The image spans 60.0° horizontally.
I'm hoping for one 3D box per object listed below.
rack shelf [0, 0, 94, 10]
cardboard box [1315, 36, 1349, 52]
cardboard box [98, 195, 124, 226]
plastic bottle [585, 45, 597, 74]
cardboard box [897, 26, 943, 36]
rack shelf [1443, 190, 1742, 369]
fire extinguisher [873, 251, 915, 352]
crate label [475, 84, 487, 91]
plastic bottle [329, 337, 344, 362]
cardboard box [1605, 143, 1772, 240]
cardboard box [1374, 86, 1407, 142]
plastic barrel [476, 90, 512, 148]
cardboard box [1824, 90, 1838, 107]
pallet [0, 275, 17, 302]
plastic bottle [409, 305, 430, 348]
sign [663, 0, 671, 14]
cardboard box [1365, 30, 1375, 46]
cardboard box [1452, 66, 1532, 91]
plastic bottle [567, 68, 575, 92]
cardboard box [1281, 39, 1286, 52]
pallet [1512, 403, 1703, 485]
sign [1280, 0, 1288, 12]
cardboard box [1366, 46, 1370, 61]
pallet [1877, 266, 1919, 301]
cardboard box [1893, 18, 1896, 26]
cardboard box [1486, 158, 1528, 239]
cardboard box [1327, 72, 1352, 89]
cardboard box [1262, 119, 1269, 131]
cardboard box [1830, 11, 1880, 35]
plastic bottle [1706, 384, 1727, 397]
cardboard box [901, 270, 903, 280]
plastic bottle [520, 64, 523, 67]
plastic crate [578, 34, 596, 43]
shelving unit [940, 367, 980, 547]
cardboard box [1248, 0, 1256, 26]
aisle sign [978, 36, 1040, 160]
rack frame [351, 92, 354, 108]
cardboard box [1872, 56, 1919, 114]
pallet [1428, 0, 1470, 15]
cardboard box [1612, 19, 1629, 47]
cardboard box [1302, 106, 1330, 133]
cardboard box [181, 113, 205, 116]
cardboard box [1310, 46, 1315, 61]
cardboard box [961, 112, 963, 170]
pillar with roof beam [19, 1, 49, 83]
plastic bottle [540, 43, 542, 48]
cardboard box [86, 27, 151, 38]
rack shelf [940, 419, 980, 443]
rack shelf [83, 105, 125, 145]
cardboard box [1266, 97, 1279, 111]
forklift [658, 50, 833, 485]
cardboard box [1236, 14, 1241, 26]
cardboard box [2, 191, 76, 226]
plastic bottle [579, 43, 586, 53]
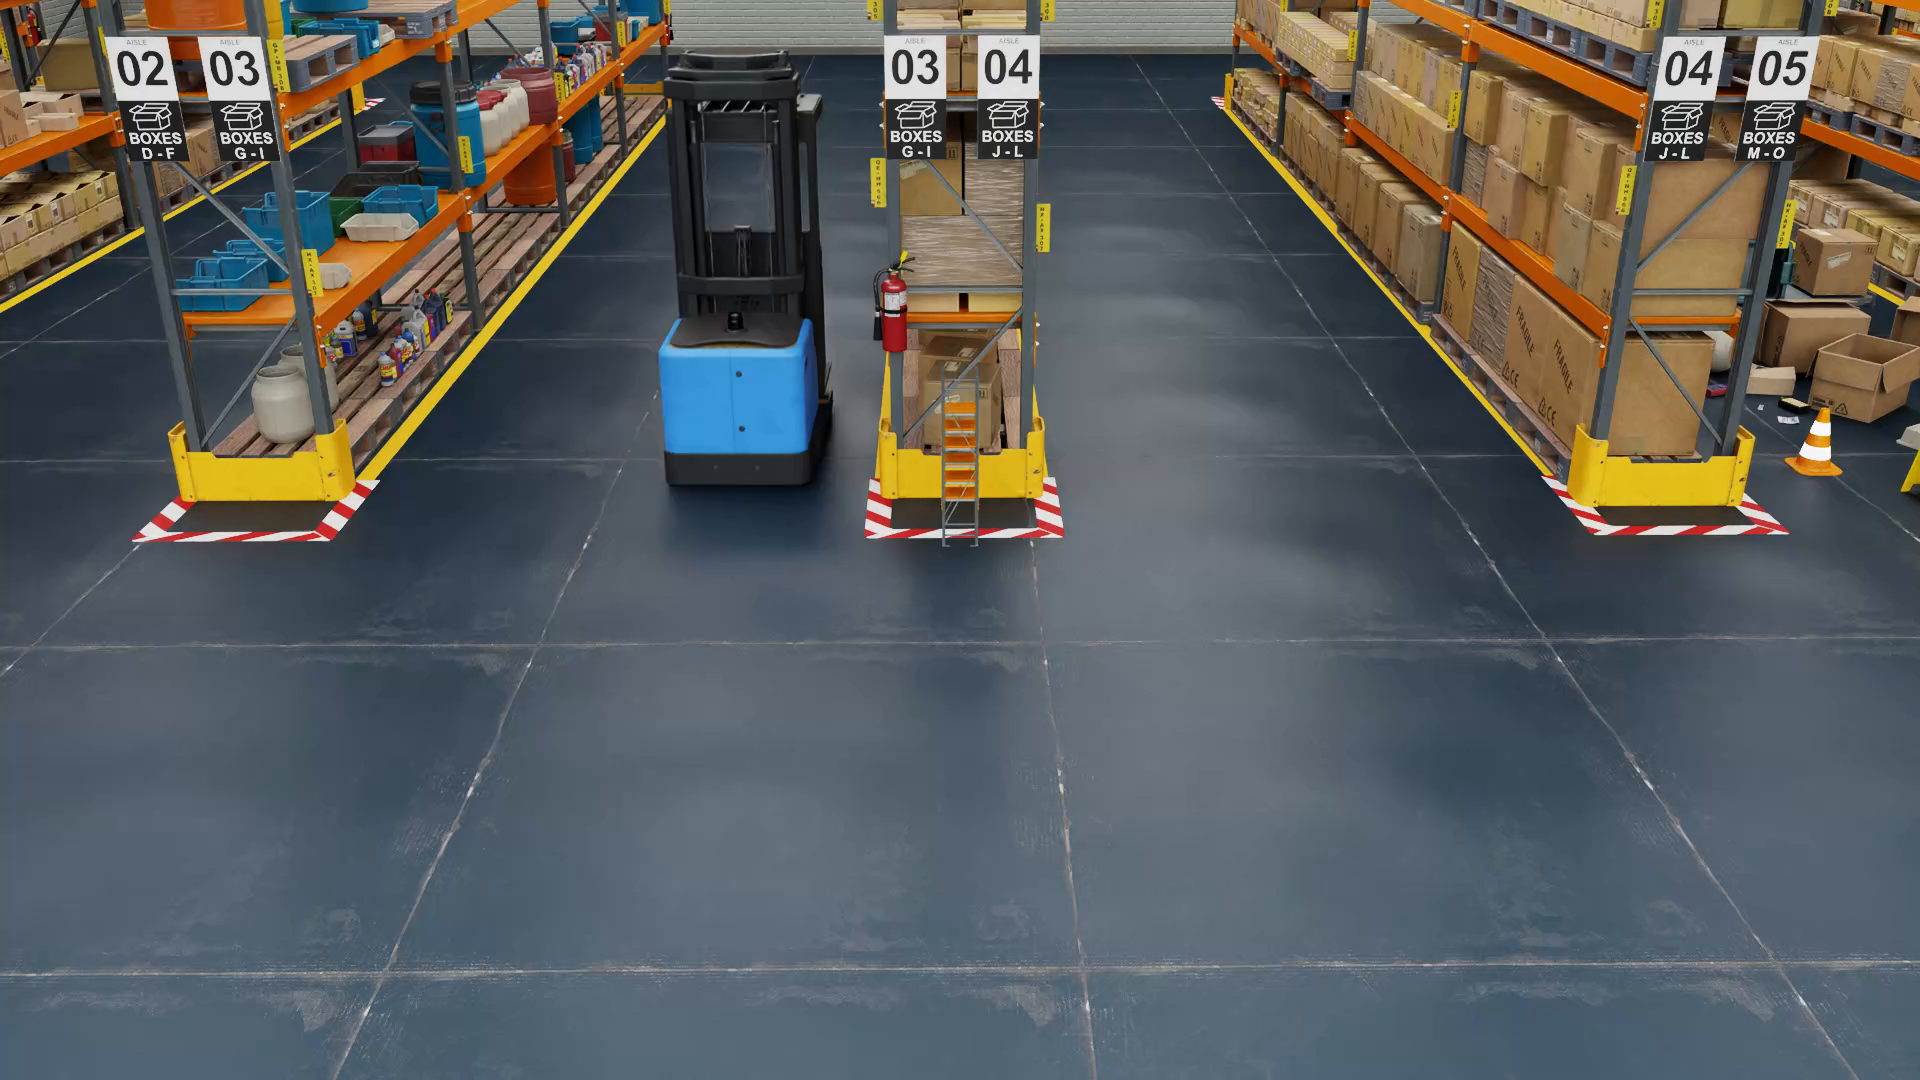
[{"bbox_3d":[-9.959,-5.173,16.281,1.077,0.370,4.000,0,24,-1],"label":"rack shelf"},{"bbox_3d":[4.412,-5.851,19.620,0.380,0.149,0.250,0,24,1],"label":"cardboard box"},{"bbox_3d":[-9.731,-3.681,18.576,0.500,0.250,0.500,0,24,1],"label":"cardboard box"},{"bbox_3d":[-4.732,-6.151,21.271,0.144,0.351,0.185,0,24,-1],"label":"plastic bottle"},{"bbox_3d":[-0.303,-3.298,10.960,0.380,0.149,0.250,0,24,-1],"label":"cardboard box"},{"bbox_3d":[4.951,-2.182,13.307,1.077,0.370,4.000,0,24,-1],"label":"rack shelf"},{"bbox_3d":[-0.448,-1.620,11.286,0.296,0.674,0.183,0,24,-1],"label":"fire extinguisher"},{"bbox_3d":[-5.288,-4.584,17.703,0.502,0.435,0.616,0,24,-1],"label":"crate label"},{"bbox_3d":[-5.261,-1.611,14.033,0.097,0.201,0.097,0,24,0],"label":"plastic bottle"},{"bbox_3d":[5.008,-2.399,11.421,0.875,0.550,0.550,0,24,-1],"label":"cardboard box"},{"bbox_3d":[4.634,-4.424,17.270,0.500,0.500,0.500,0,24,-1],"label":"cardboard box"},{"bbox_3d":[-4.788,-4.268,16.883,0.433,0.535,0.433,0,24,0],"label":"plastic barrel"},{"bbox_3d":[9.578,-4.758,17.926,0.380,0.149,0.250,-2,24,-4],"label":"cardboard box"},{"bbox_3d":[-9.984,-2.343,16.174,1.003,0.211,1.213,0,24,-1],"label":"pallet"},{"bbox_3d":[-4.683,-1.848,14.377,0.144,0.351,0.185,0,24,-1],"label":"plastic bottle"},{"bbox_3d":[-4.565,-8.359,25.894,0.100,0.325,0.005,0,24,-1],"label":"sign"},{"bbox_3d":[5.058,-6.063,20.088,0.380,0.149,0.250,0,24,1],"label":"cardboard box"},{"bbox_3d":[4.918,-4.039,15.206,0.700,0.500,0.500,-1,24,-1],"label":"cardboard box"},{"bbox_3d":[-4.693,-5.529,19.991,0.097,0.271,0.097,0,24,0],"label":"plastic bottle"},{"bbox_3d":[4.395,-6.428,21.619,0.380,0.149,0.250,0,24,0],"label":"cardboard box"},{"bbox_3d":[4.886,-0.744,12.639,1.003,0.211,1.213,0,24,-1],"label":"pallet"},{"bbox_3d":[4.299,-7.019,22.079,0.100,0.325,0.005,0,24,-1],"label":"sign"},{"bbox_3d":[5.065,-5.823,19.918,0.380,0.149,0.250,0,24,0],"label":"cardboard box"},{"bbox_3d":[9.868,-2.448,16.406,1.003,0.211,1.213,0,24,-1],"label":"pallet"},{"bbox_3d":[14.489,-8.010,25.626,0.380,0.149,0.250,0,24,1],"label":"cardboard box"},{"bbox_3d":[4.862,-2.800,13.620,0.875,0.550,0.550,0,24,-1],"label":"cardboard box"},{"bbox_3d":[4.421,-5.260,19.035,0.380,0.149,0.250,0,24,0],"label":"cardboard box"},{"bbox_3d":[4.510,-5.899,23.602,0.380,0.149,0.250,-1,24,-2],"label":"cardboard box"},{"bbox_3d":[10.073,-5.751,18.992,0.500,0.500,0.500,-1,24,-2],"label":"cardboard box"},{"bbox_3d":[6.372,-1.259,13.960,0.283,0.061,0.133,-9,26,-19],"label":"plastic bottle"},{"bbox_3d":[-0.254,-1.913,12.144,0.380,0.149,0.250,0,24,-1],"label":"cardboard box"},{"bbox_3d":[-5.329,-5.638,20.218,0.061,0.283,0.133,0,24,-1],"label":"plastic bottle"},{"bbox_3d":[-5.352,-6.989,23.324,0.437,0.125,0.590,0,24,-1],"label":"plastic crate"},{"bbox_3d":[0.000,-0.541,10.989,0.258,1.200,0.189,0,24,-1],"label":"shelving unit"},{"bbox_3d":[4.551,-7.851,24.486,0.500,0.500,0.500,0,24,0],"label":"cardboard box"},{"bbox_3d":[0.313,-2.865,10.790,0.394,0.787,0.004,0,24,-1],"label":"aisle sign"},{"bbox_3d":[-10.068,-8.255,25.862,1.000,3.000,0.127,0,24,-1],"label":"rack frame"},{"bbox_3d":[9.631,-4.592,16.771,0.500,0.500,0.500,-1,24,-3],"label":"cardboard box"},{"bbox_3d":[4.870,-4.991,15.237,0.805,0.209,1.217,-1,24,-3],"label":"pallet"},{"bbox_3d":[4.628,-3.414,11.192,0.380,0.149,0.250,0,24,0],"label":"cardboard box"},{"bbox_3d":[4.595,-5.289,20.918,0.500,0.250,0.500,1,24,1],"label":"cardboard box"},{"bbox_3d":[-10.263,-5.468,22.199,0.500,0.500,0.500,-1,24,-3],"label":"cardboard box"},{"bbox_3d":[4.412,-5.820,19.912,0.380,0.149,0.250,0,24,-1],"label":"cardboard box"},{"bbox_3d":[0.262,-3.187,12.962,0.500,0.500,0.500,0,24,-1],"label":"cardboard box"},{"bbox_3d":[-11.611,-12.092,27.067,9.100,9.000,0.400,0,24,-1],"label":"pillar with roof beam"},{"bbox_3d":[-5.493,-6.366,21.827,0.061,0.283,0.133,0,24,-1],"label":"plastic bottle"},{"bbox_3d":[-9.920,-5.832,19.874,0.700,0.500,0.500,4,25,9],"label":"cardboard box"},{"bbox_3d":[0.000,-0.719,10.909,0.258,0.103,0.180,0,24,-1],"label":"rack shelf"},{"bbox_3d":[-10.003,-5.455,20.543,1.077,0.370,4.000,0,24,-1],"label":"rack shelf"},{"bbox_3d":[4.525,-6.147,23.428,0.380,0.149,0.250,0,24,-1],"label":"cardboard box"},{"bbox_3d":[-1.598,-2.288,12.753,1.130,2.935,3.031,0,24,0],"label":"forklift"},{"bbox_3d":[4.474,-8.029,25.667,0.380,0.149,0.250,0,24,-1],"label":"cardboard box"},{"bbox_3d":[-9.714,-3.515,17.529,0.500,0.311,0.500,0,24,-1],"label":"cardboard box"},{"bbox_3d":[-4.878,-6.227,21.438,0.144,0.351,0.185,0,24,-1],"label":"plastic bottle"}]
